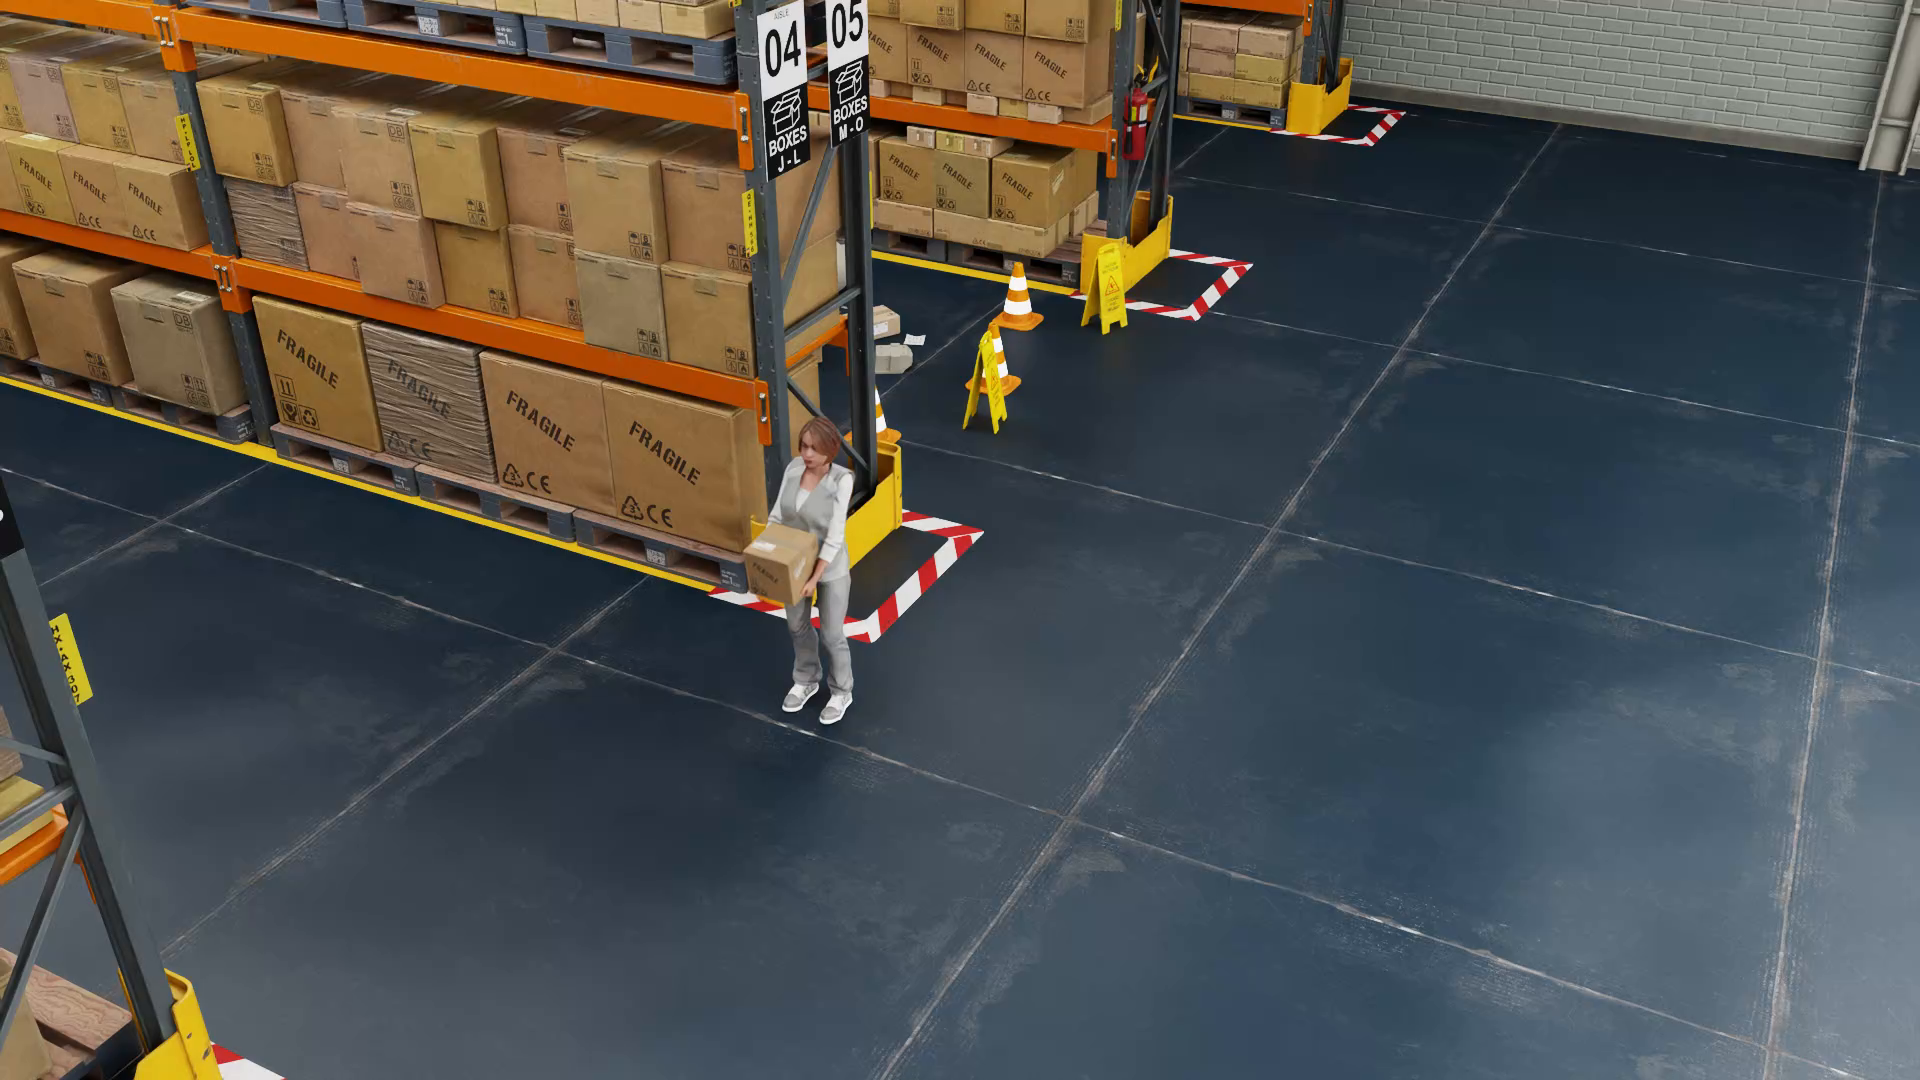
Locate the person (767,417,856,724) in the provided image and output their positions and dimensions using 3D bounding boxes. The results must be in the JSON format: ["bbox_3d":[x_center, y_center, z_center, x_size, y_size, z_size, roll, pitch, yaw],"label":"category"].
[{"bbox_3d":[-0.738,0.183,7.984,0.404,1.591,0.498,15,34,24],"label":"person"}]
